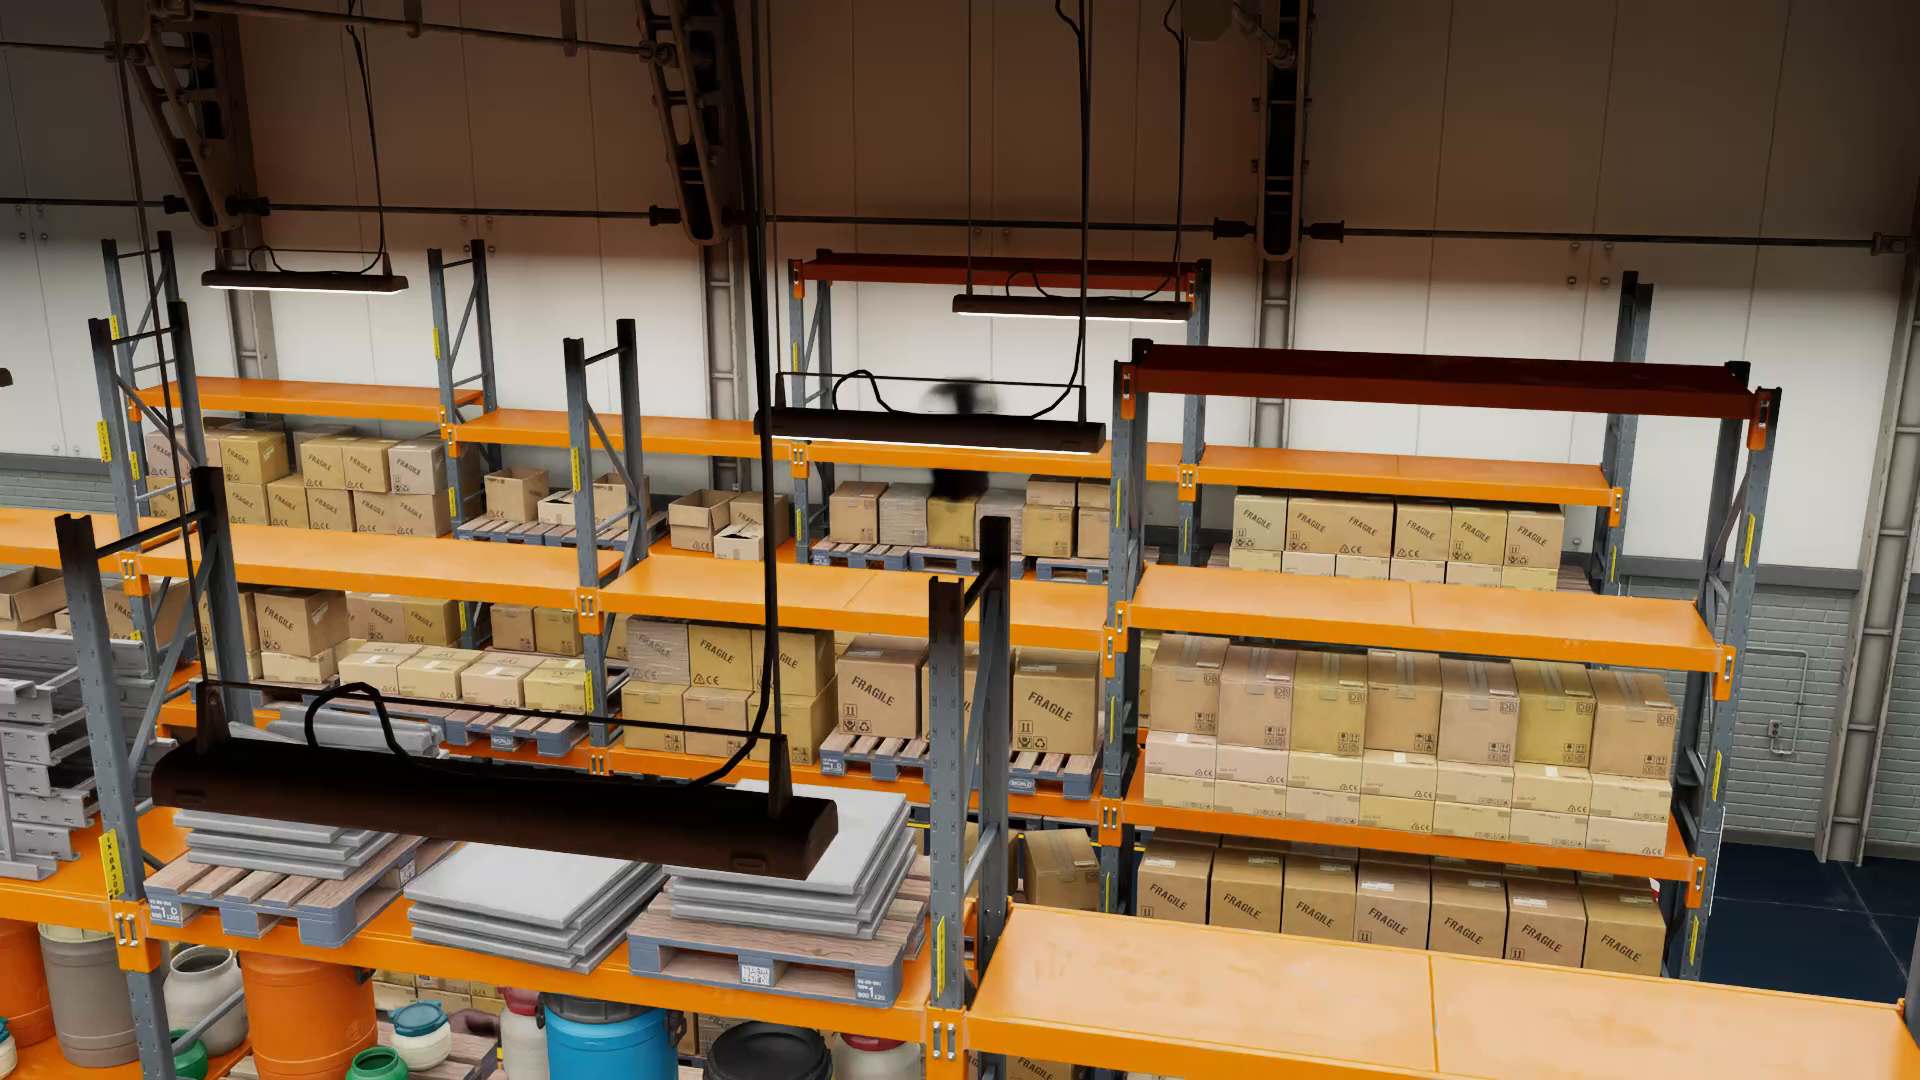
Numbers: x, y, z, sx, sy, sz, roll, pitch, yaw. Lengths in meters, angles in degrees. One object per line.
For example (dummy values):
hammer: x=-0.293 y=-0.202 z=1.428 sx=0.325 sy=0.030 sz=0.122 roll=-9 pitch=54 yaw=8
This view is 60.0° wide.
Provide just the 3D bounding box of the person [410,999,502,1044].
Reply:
person: x=-3.435 y=4.059 z=11.833 sx=1.235 sy=1.562 sz=0.699 roll=8 pitch=18 yaw=26
